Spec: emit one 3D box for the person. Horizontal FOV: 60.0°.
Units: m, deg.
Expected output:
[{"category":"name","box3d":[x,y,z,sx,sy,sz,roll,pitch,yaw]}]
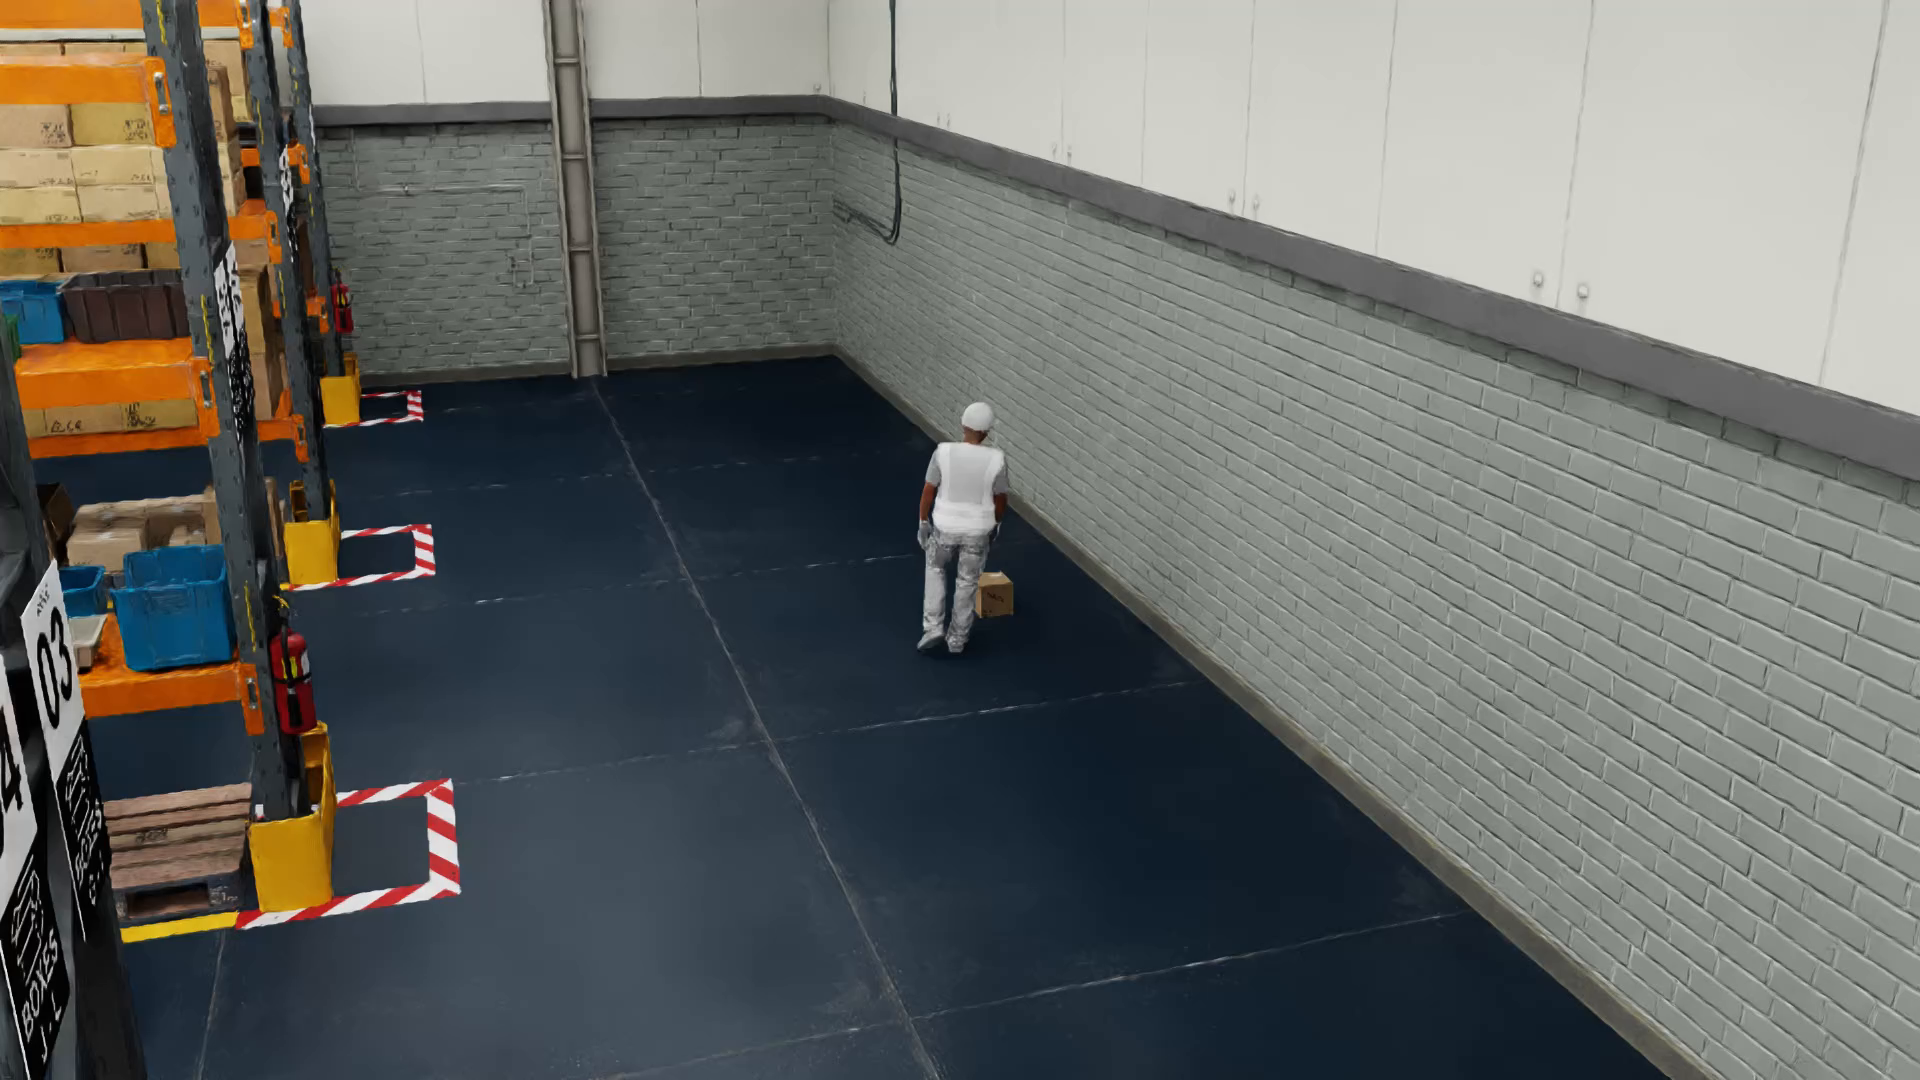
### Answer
[{"category":"person","box3d":[0.015,-0.083,11.267,0.625,1.776,0.456,1,19,2]}]
